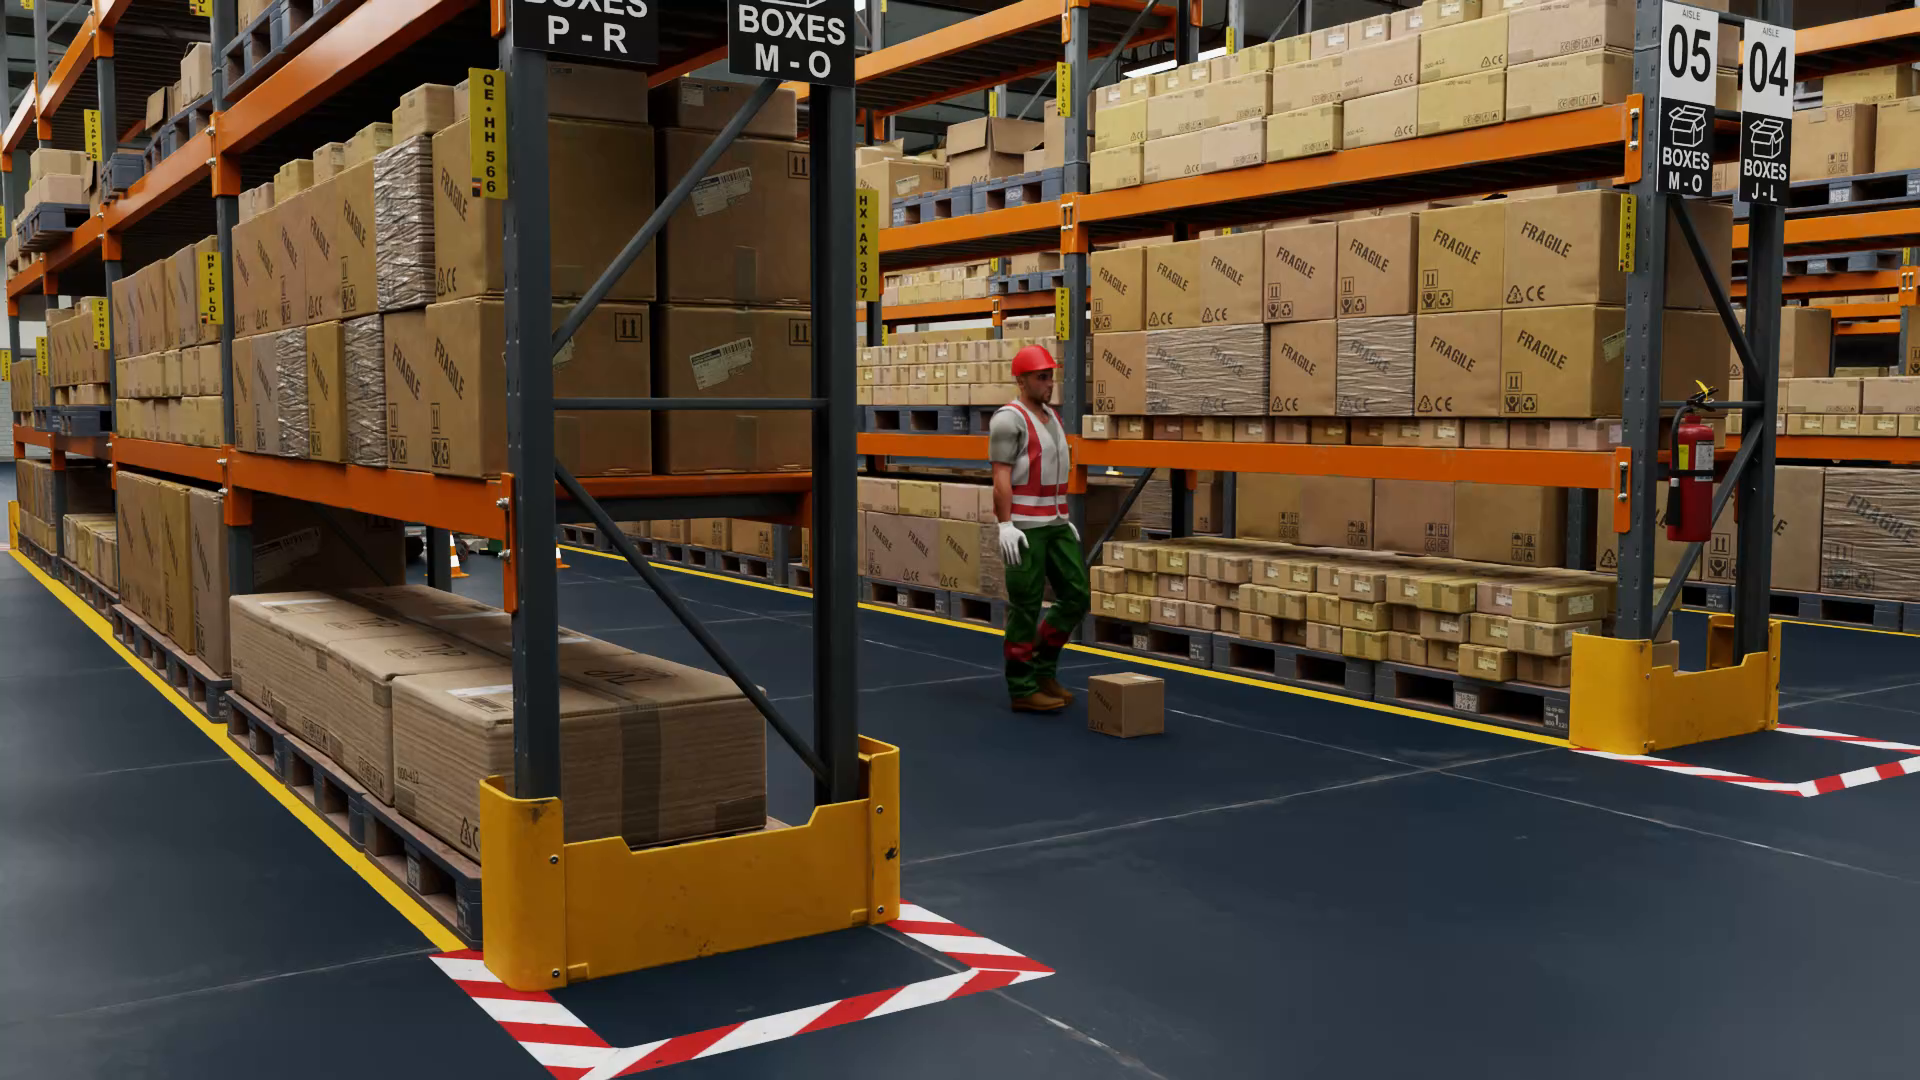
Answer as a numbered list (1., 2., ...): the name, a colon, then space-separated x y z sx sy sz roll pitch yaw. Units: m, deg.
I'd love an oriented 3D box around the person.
1. person: 0.383 -0.053 8.157 0.387 1.794 0.592 3 6 36
